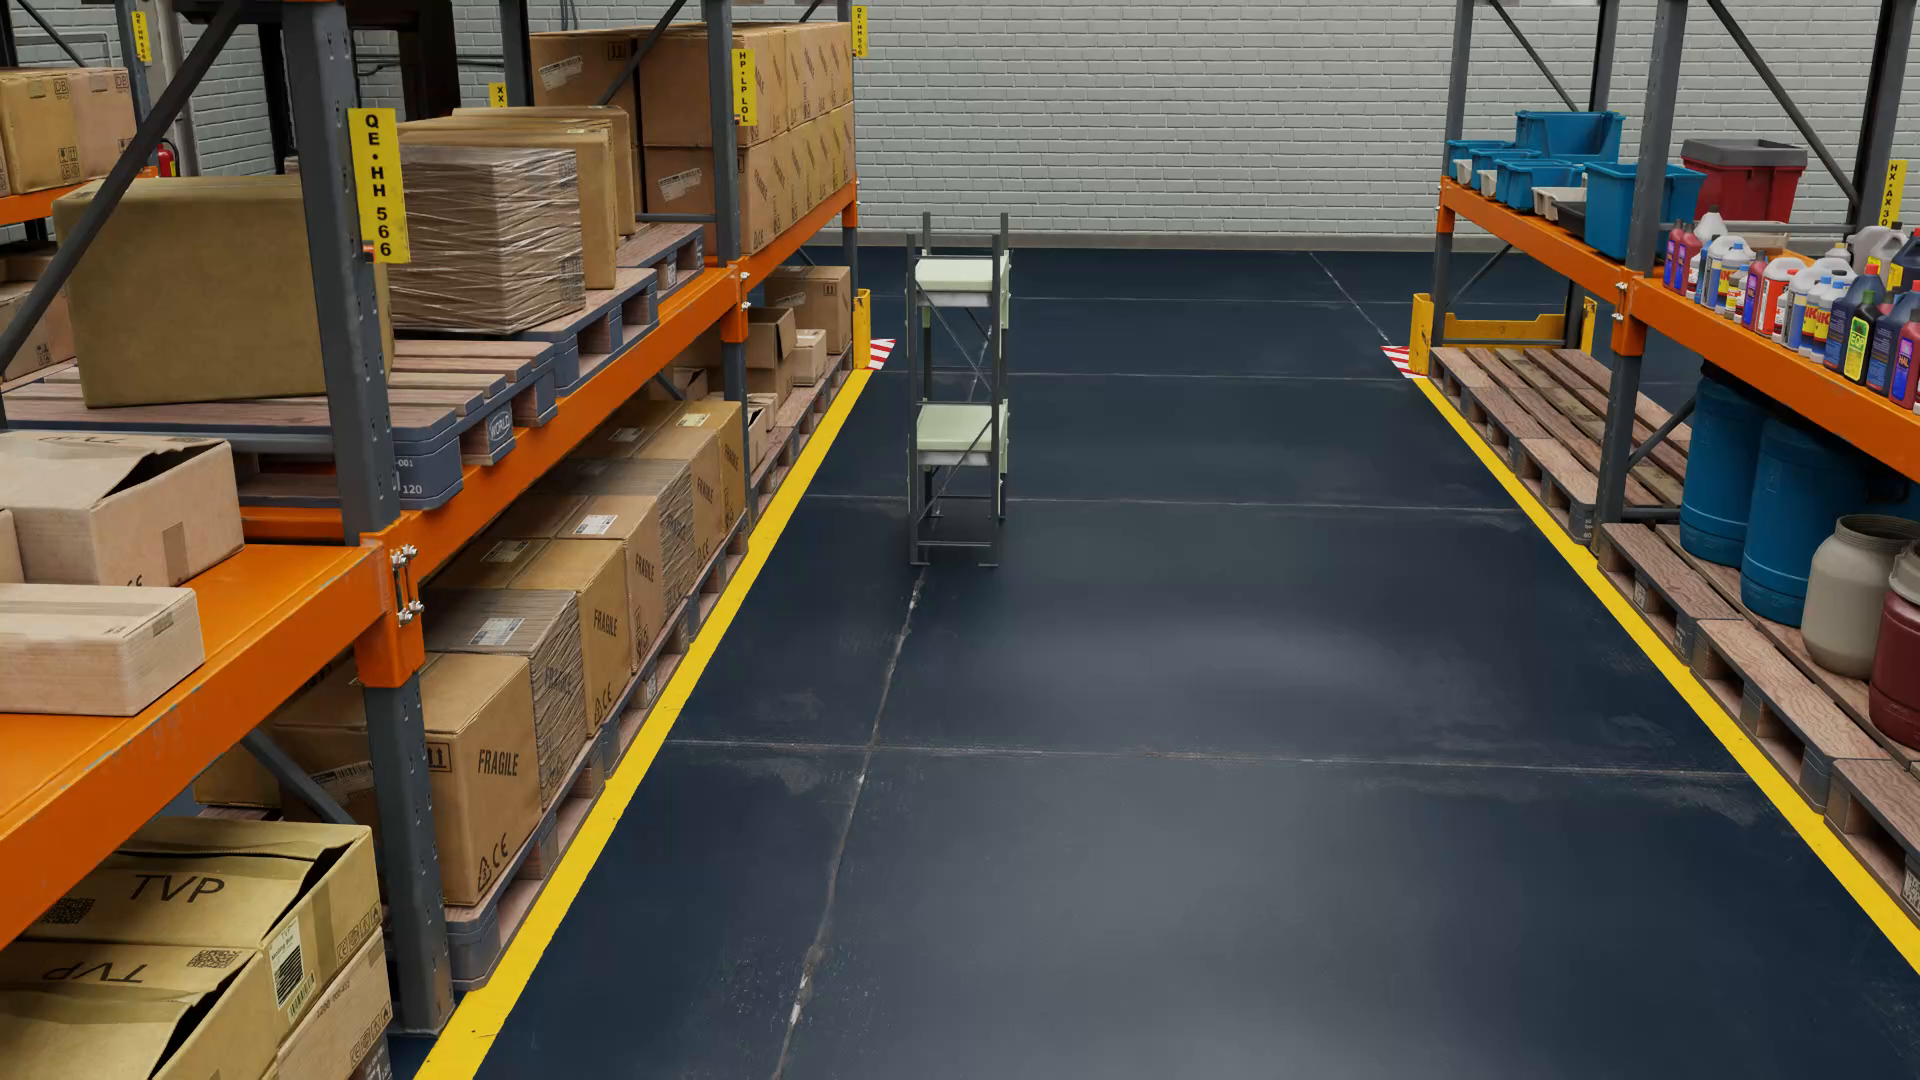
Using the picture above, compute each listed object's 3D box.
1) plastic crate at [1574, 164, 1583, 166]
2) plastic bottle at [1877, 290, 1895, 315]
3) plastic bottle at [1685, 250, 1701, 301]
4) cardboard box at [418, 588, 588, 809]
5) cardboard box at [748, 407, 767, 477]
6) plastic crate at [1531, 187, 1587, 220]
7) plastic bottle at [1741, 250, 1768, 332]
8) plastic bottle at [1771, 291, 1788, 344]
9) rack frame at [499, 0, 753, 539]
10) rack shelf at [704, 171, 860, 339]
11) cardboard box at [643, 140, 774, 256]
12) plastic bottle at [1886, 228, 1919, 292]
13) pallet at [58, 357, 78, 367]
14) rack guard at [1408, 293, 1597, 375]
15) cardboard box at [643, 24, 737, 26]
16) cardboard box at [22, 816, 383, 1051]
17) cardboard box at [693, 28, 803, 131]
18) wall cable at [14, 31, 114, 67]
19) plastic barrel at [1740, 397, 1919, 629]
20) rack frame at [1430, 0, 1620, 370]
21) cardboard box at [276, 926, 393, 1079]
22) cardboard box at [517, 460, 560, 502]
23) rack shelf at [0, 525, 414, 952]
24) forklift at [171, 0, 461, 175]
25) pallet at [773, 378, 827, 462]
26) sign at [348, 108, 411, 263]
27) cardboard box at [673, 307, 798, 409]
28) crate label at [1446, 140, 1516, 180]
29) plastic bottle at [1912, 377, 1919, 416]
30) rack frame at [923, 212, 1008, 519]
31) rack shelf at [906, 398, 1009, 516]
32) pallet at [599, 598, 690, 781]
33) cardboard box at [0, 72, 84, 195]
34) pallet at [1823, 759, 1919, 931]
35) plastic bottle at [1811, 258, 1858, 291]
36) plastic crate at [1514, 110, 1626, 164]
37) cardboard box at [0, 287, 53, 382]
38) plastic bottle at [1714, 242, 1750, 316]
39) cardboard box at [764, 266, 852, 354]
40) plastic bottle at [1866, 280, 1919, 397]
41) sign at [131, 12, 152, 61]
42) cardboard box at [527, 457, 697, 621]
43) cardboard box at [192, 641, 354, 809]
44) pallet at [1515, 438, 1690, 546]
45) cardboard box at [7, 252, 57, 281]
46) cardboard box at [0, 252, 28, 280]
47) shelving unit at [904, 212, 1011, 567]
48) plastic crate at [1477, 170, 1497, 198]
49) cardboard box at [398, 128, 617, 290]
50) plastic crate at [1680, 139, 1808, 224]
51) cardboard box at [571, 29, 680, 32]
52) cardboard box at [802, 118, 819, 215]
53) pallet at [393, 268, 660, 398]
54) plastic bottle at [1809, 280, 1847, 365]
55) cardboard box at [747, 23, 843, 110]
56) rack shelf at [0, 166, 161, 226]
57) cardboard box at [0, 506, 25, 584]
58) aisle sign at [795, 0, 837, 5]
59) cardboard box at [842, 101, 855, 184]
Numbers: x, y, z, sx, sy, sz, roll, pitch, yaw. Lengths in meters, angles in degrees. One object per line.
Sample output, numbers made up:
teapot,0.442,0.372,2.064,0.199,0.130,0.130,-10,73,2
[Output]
plastic crate,3.844,-2.234,10.250,0.396,0.136,0.243,1,18,4
plastic bottle,2.917,-0.636,5.233,0.061,0.283,0.133,1,18,4
plastic bottle,2.984,-1.069,6.688,0.097,0.201,0.097,0,18,0
cardboard box,-1.442,0.466,4.991,0.500,0.500,0.500,1,18,2
cardboard box,-1.259,-0.514,8.287,0.500,0.311,0.500,1,18,4
plastic crate,3.260,-1.796,8.915,0.293,0.136,0.466,1,18,4
plastic bottle,2.920,-0.910,6.070,0.061,0.283,0.133,1,18,4
plastic bottle,2.920,-0.793,5.845,0.097,0.201,0.097,0,18,0
rack frame,-1.505,-1.457,7.553,1.000,3.000,0.127,1,18,4
rack shelf,-1.362,-1.737,9.561,1.077,0.370,4.000,1,18,4
cardboard box,-1.197,-1.657,8.002,0.500,0.500,0.500,2,18,5
plastic bottle,3.538,-0.975,6.161,0.144,0.351,0.185,1,18,4
pallet,-6.139,-1.234,11.350,1.003,0.211,1.213,1,18,4
rack guard,3.711,-1.408,11.417,1.175,0.500,0.348,1,18,4
cardboard box,-1.584,-2.773,9.801,0.500,0.500,0.500,2,18,5
cardboard box,-1.584,0.794,3.524,0.500,0.311,0.500,2,18,5
cardboard box,-1.117,-2.440,8.786,0.500,0.500,0.500,1,18,2
wall cable,-7.011,-3.711,12.799,0.084,1.984,1.851,1,18,4
plastic barrel,3.328,-0.160,6.288,0.600,0.901,0.708,1,18,4
rack frame,3.722,-2.588,11.004,1.000,3.000,0.127,1,18,4
cardboard box,-1.587,1.061,3.610,0.500,0.250,0.500,2,18,5
cardboard box,-1.854,-0.013,6.453,0.500,0.500,0.500,2,18,5
rack shelf,-1.935,0.748,1.978,1.077,0.370,4.000,1,18,4
forklift,-3.531,-2.008,9.345,1.130,2.935,3.031,6,19,17
pallet,-1.370,-0.725,9.798,1.003,0.211,1.213,1,18,4
sign,-1.238,-0.754,3.547,0.100,0.325,0.005,1,18,4
cardboard box,-1.376,-1.064,9.655,0.797,0.503,0.637,1,18,4
crate label,3.376,-2.468,10.809,0.416,0.233,0.303,1,18,4
plastic bottle,2.844,-0.463,4.837,0.097,0.201,0.097,0,18,0
rack frame,0.026,-0.824,8.030,0.400,1.500,0.023,1,18,4
rack shelf,0.000,-0.401,7.785,0.431,0.370,0.720,1,18,4
pallet,-1.611,0.501,6.055,1.003,0.211,1.213,1,18,4
cardboard box,-6.227,-2.567,10.458,0.980,0.700,0.700,1,18,3
pallet,3.163,0.976,4.605,1.003,0.211,1.213,1,18,4
plastic bottle,3.107,-0.860,5.931,0.152,0.276,0.135,1,18,4
plastic crate,3.884,-2.525,10.659,0.616,0.435,0.499,1,18,4
cardboard box,-6.181,-1.290,10.381,0.700,0.500,0.500,1,18,2
plastic bottle,2.960,-1.000,6.365,0.097,0.271,0.097,0,18,0
cardboard box,-1.012,-1.547,11.133,0.500,0.500,0.500,1,18,4
plastic bottle,2.887,-0.619,5.073,0.144,0.351,0.185,1,18,4
sign,-5.620,-3.455,11.411,0.100,0.325,0.005,1,18,4
cardboard box,-1.335,-0.010,6.444,0.500,0.500,0.500,2,18,5
cardboard box,-1.959,0.468,4.985,0.500,0.500,0.500,2,18,6
pallet,3.449,-0.250,8.346,1.003,0.211,1.213,1,18,4
cardboard box,-5.955,-1.786,10.855,0.380,0.149,0.250,2,18,5
cardboard box,-6.336,-1.795,10.883,0.380,0.149,0.250,1,18,4
shelving unit,0.000,-0.711,7.683,0.431,1.500,0.755,1,18,4
plastic crate,3.222,-2.113,9.883,0.250,0.136,0.298,1,18,4
cardboard box,-1.570,-1.154,5.794,0.700,0.500,0.500,-3,18,-10
plastic crate,3.749,-1.676,8.022,0.402,0.464,0.583,1,18,4
cardboard box,-1.693,-2.302,8.365,0.500,0.500,0.500,1,18,3
cardboard box,-1.090,-2.130,9.444,0.500,0.500,0.500,1,18,3
pallet,-1.657,-0.728,5.636,1.003,0.211,1.213,1,18,4
plastic bottle,2.896,-0.724,5.522,0.097,0.271,0.097,0,18,0
cardboard box,-1.012,-2.921,10.254,0.500,0.500,0.500,2,18,5
rack shelf,-6.303,-1.846,9.895,1.077,0.370,4.000,1,18,4
cardboard box,-2.049,0.101,2.941,0.500,0.311,0.500,1,18,3
aisle sign,-0.908,-3.949,10.984,0.394,0.787,0.004,1,18,4
cardboard box,-0.979,-2.602,10.886,0.500,0.500,0.500,2,18,6
